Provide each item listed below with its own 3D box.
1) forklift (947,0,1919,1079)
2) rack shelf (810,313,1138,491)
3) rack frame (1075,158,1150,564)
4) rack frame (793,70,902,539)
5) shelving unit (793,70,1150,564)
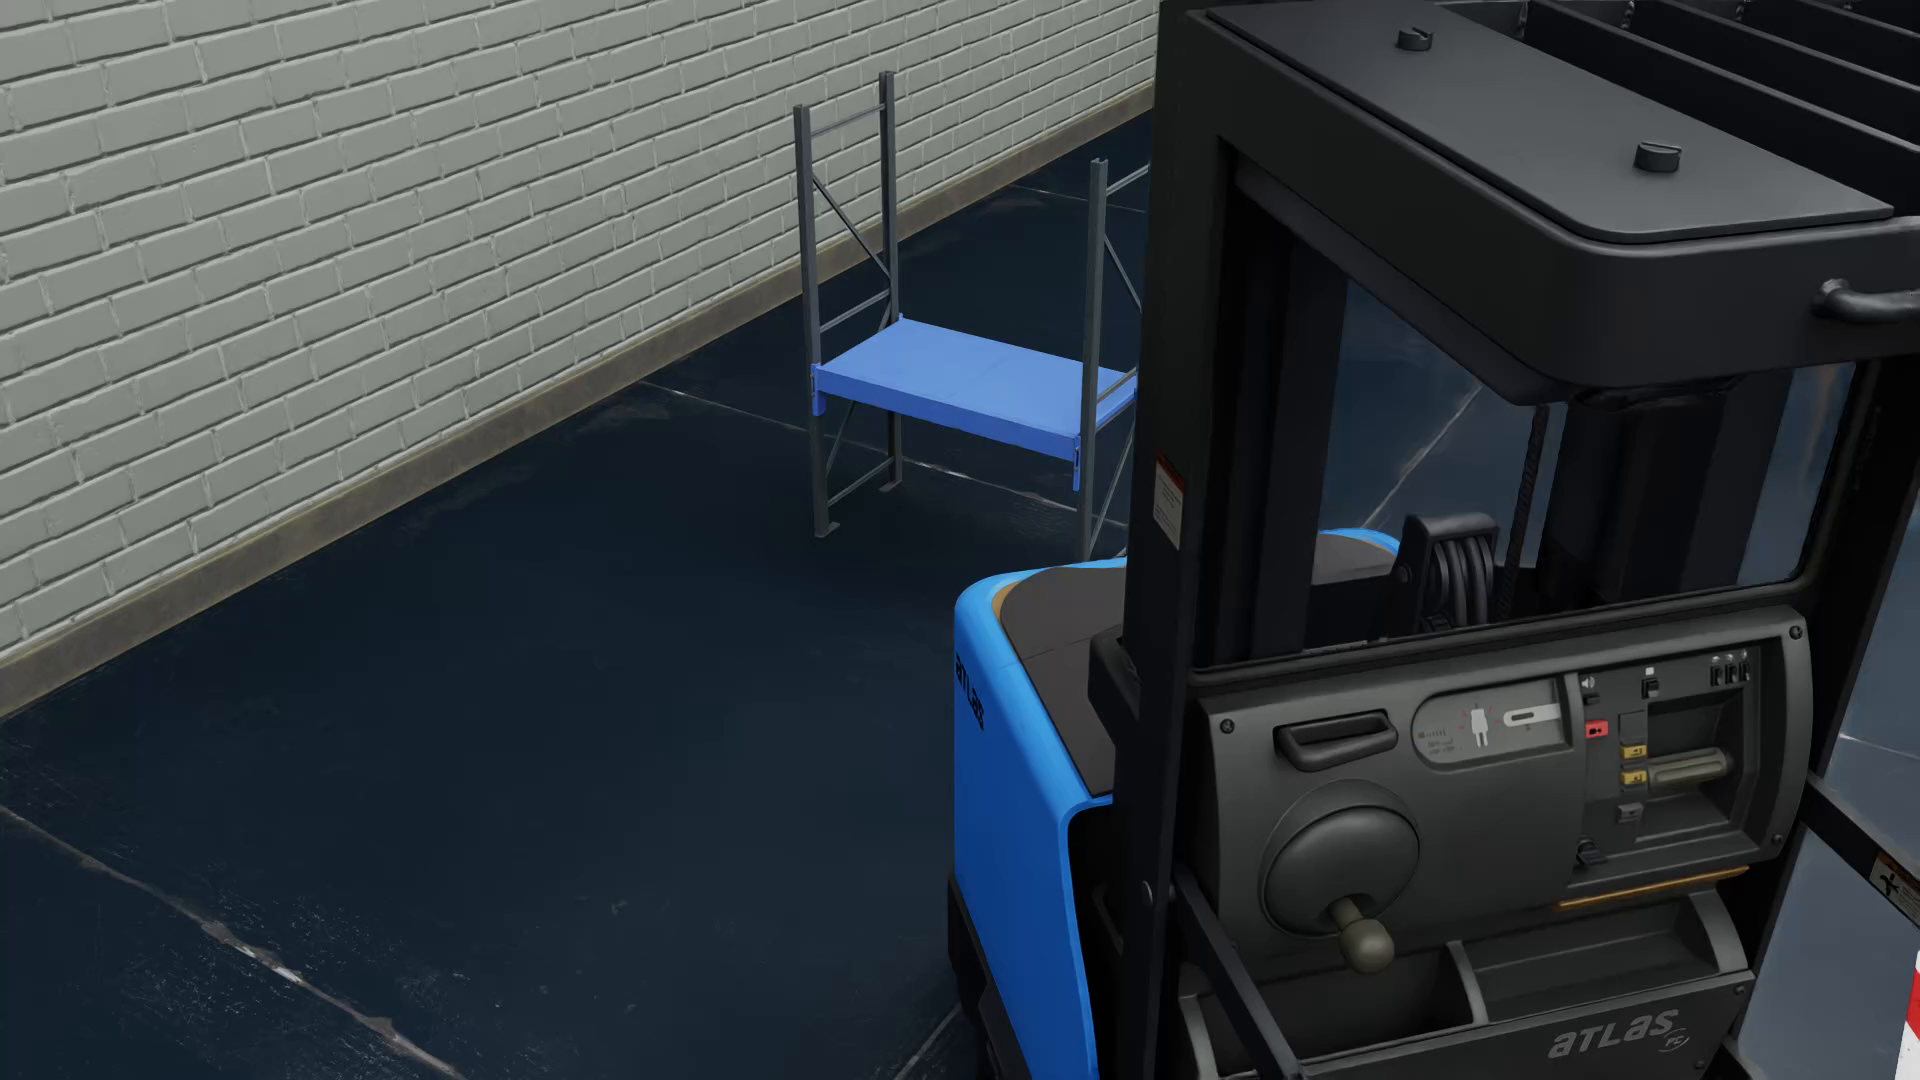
[{"bbox_3d":[0.843,0.397,2.161,1.130,2.935,3.031,-8,31,-13],"label":"forklift"},{"bbox_3d":[0.072,-0.470,5.424,1.000,0.185,0.538,18,35,27],"label":"rack shelf"},{"bbox_3d":[0.503,-0.489,5.099,0.032,1.500,0.500,18,35,27],"label":"rack frame"},{"bbox_3d":[-0.358,-0.761,5.566,0.032,1.500,0.500,18,35,27],"label":"rack frame"},{"bbox_3d":[0.072,-0.625,5.333,1.048,1.500,0.538,18,35,27],"label":"shelving unit"}]
